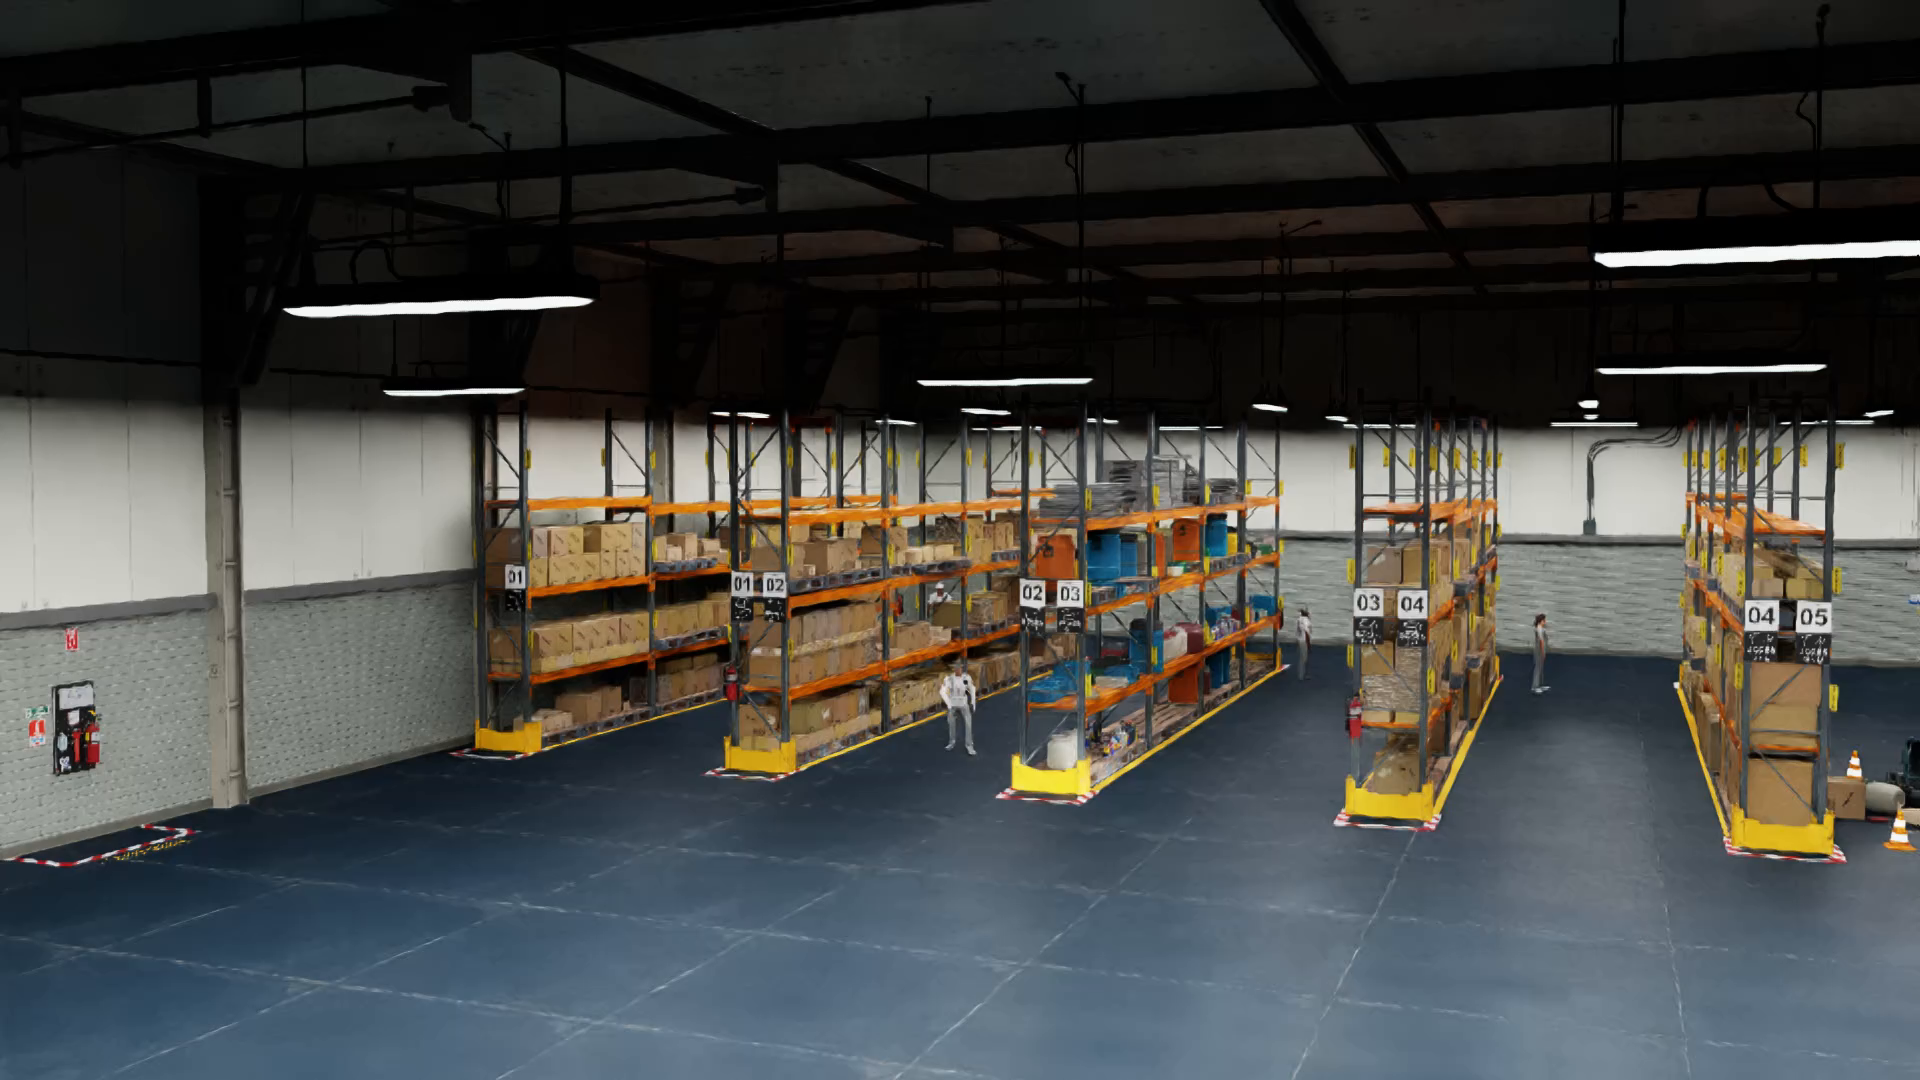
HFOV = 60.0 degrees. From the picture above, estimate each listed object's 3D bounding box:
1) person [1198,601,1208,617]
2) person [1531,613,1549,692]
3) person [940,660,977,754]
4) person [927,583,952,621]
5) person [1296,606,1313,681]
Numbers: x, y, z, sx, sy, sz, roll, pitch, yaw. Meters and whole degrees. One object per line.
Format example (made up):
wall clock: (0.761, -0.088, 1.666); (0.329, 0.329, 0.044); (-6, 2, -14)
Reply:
person: (6.027, 2.252, 40.855); (0.444, 1.501, 1.020); (1, 3, 28)
person: (12.479, 2.408, 35.709); (0.380, 1.681, 0.597); (1, 3, 15)
person: (-0.011, 2.810, 28.312); (0.638, 1.607, 0.797); (0, 3, 4)
person: (-0.500, 1.990, 44.229); (0.711, 1.732, 0.692); (1, 3, 12)
person: (7.817, 2.323, 37.649); (0.422, 1.677, 0.502); (0, 3, -8)
